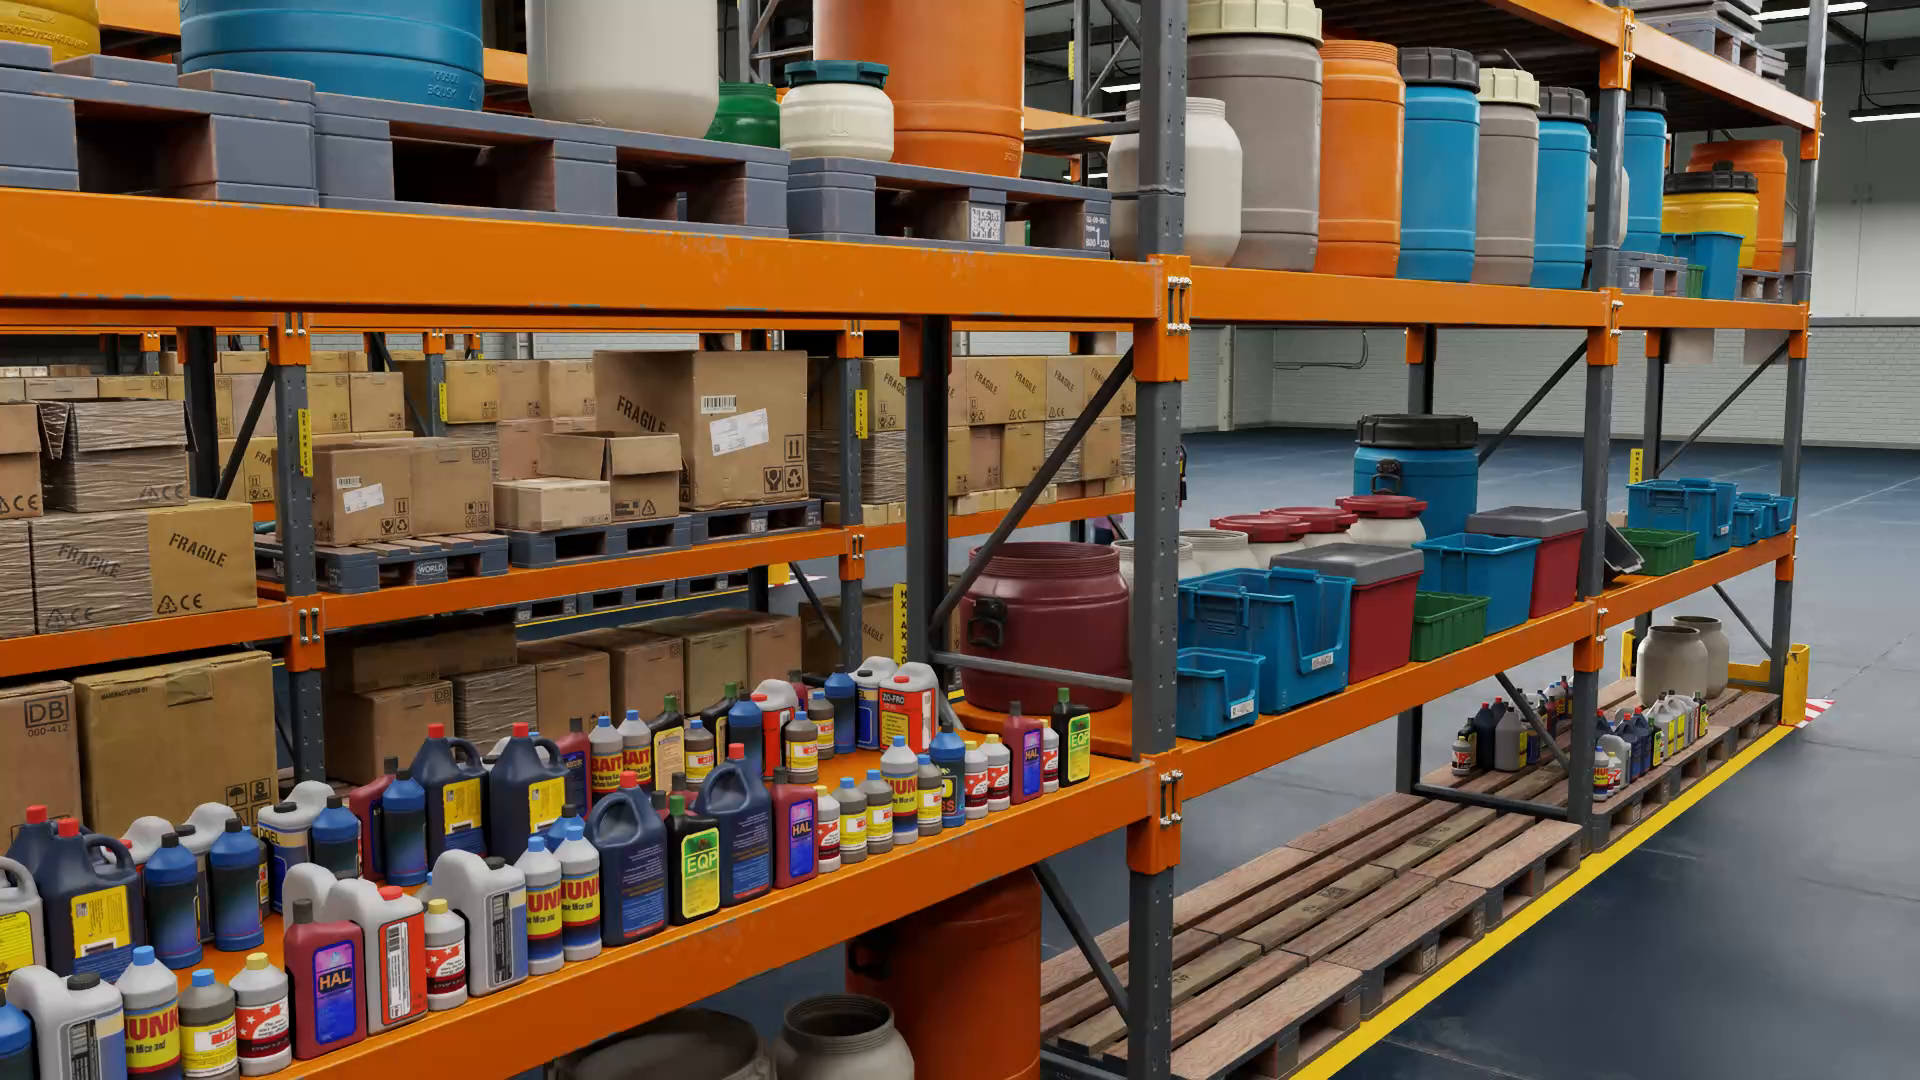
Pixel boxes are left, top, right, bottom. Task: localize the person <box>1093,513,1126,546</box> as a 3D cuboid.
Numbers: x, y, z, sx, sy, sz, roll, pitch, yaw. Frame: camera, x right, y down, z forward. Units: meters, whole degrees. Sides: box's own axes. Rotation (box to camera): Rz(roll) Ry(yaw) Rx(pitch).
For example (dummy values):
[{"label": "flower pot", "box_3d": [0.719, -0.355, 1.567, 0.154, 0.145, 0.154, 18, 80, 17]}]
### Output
[{"label": "person", "box_3d": [1.406, -0.140, 16.020, 0.932, 1.545, 0.423, 1, 7, 11]}]
